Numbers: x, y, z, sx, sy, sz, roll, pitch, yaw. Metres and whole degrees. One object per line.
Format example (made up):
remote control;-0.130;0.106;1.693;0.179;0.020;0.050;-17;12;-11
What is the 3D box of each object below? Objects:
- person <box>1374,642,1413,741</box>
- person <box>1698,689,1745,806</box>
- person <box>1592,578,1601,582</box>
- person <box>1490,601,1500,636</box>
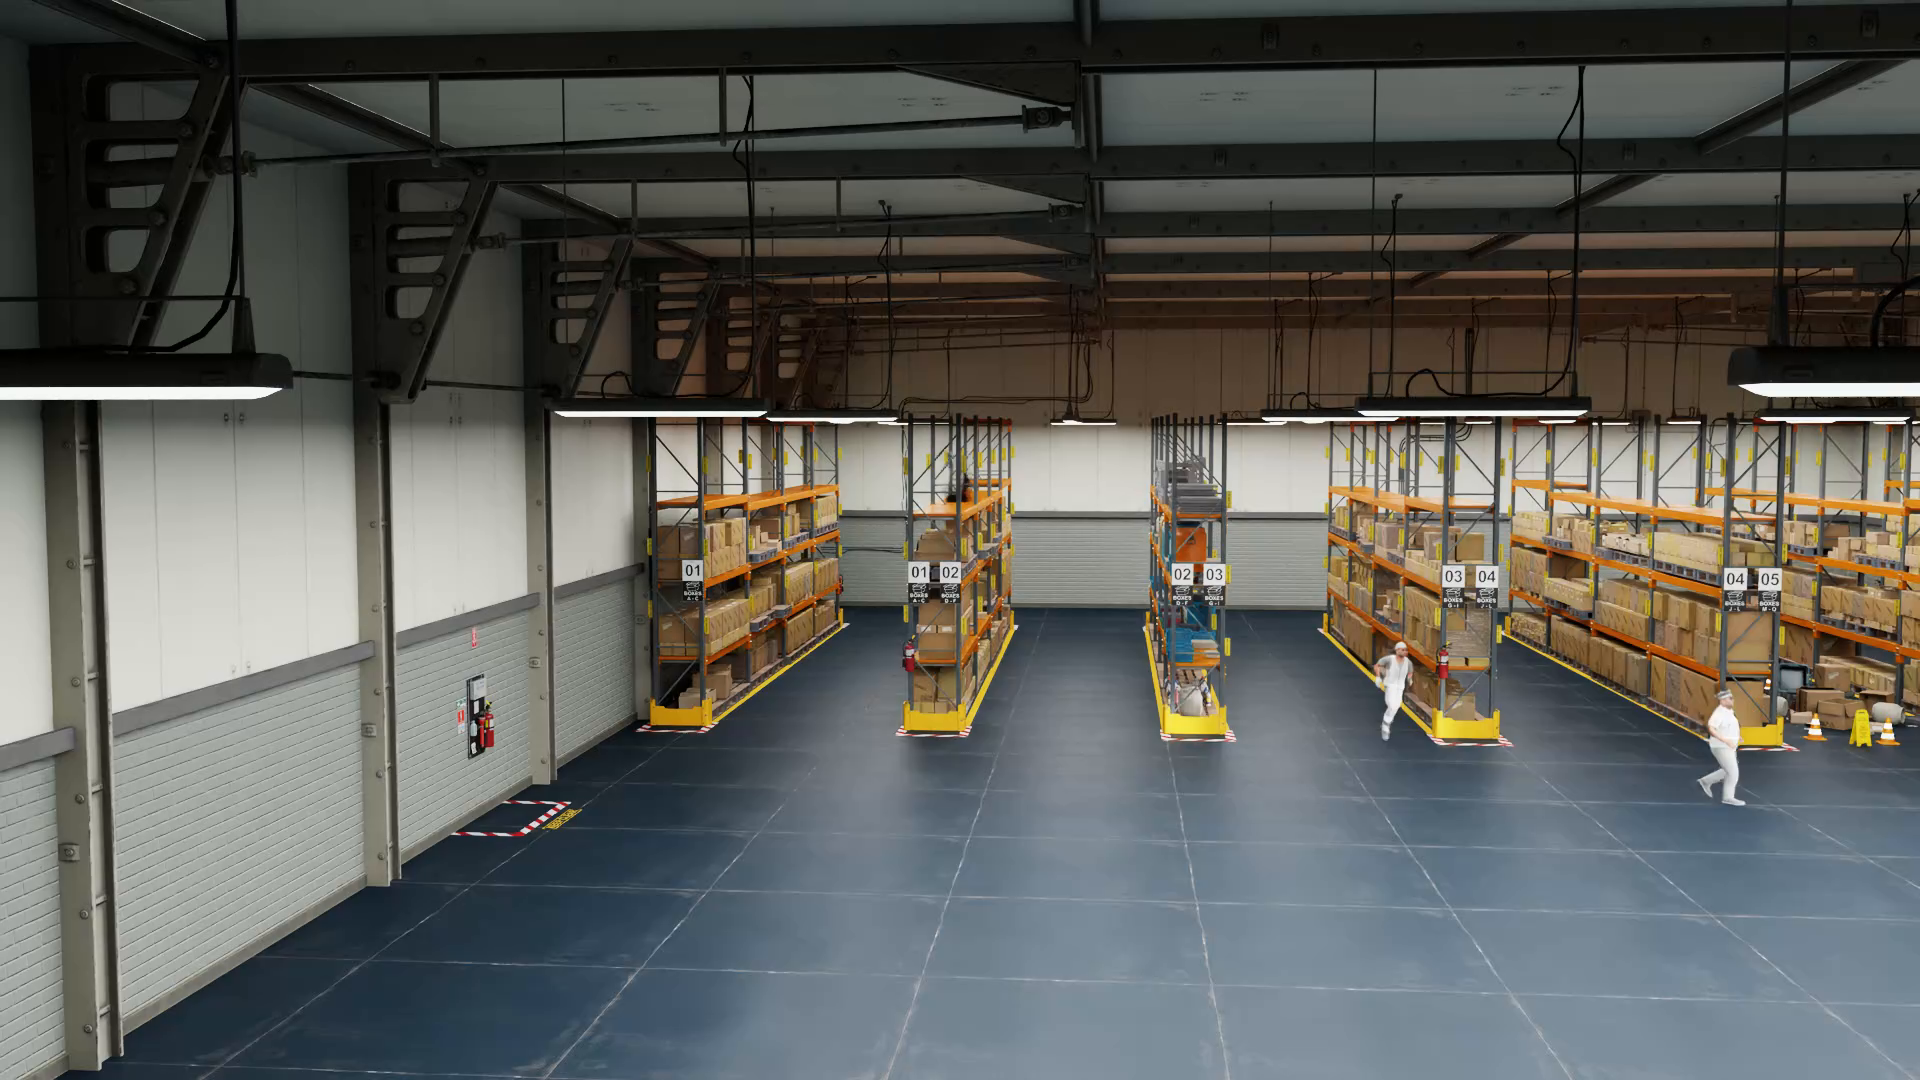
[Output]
person;8.039;2.777;30.736;0.692;1.811;0.795;-1;4;-16
person;11.634;3.138;25.372;0.703;1.750;0.690;3;5;38
person;17.291;1.837;45.224;0.642;1.711;0.885;0;4;-1
person;13.668;2.016;43.046;0.570;1.661;0.711;1;4;13
